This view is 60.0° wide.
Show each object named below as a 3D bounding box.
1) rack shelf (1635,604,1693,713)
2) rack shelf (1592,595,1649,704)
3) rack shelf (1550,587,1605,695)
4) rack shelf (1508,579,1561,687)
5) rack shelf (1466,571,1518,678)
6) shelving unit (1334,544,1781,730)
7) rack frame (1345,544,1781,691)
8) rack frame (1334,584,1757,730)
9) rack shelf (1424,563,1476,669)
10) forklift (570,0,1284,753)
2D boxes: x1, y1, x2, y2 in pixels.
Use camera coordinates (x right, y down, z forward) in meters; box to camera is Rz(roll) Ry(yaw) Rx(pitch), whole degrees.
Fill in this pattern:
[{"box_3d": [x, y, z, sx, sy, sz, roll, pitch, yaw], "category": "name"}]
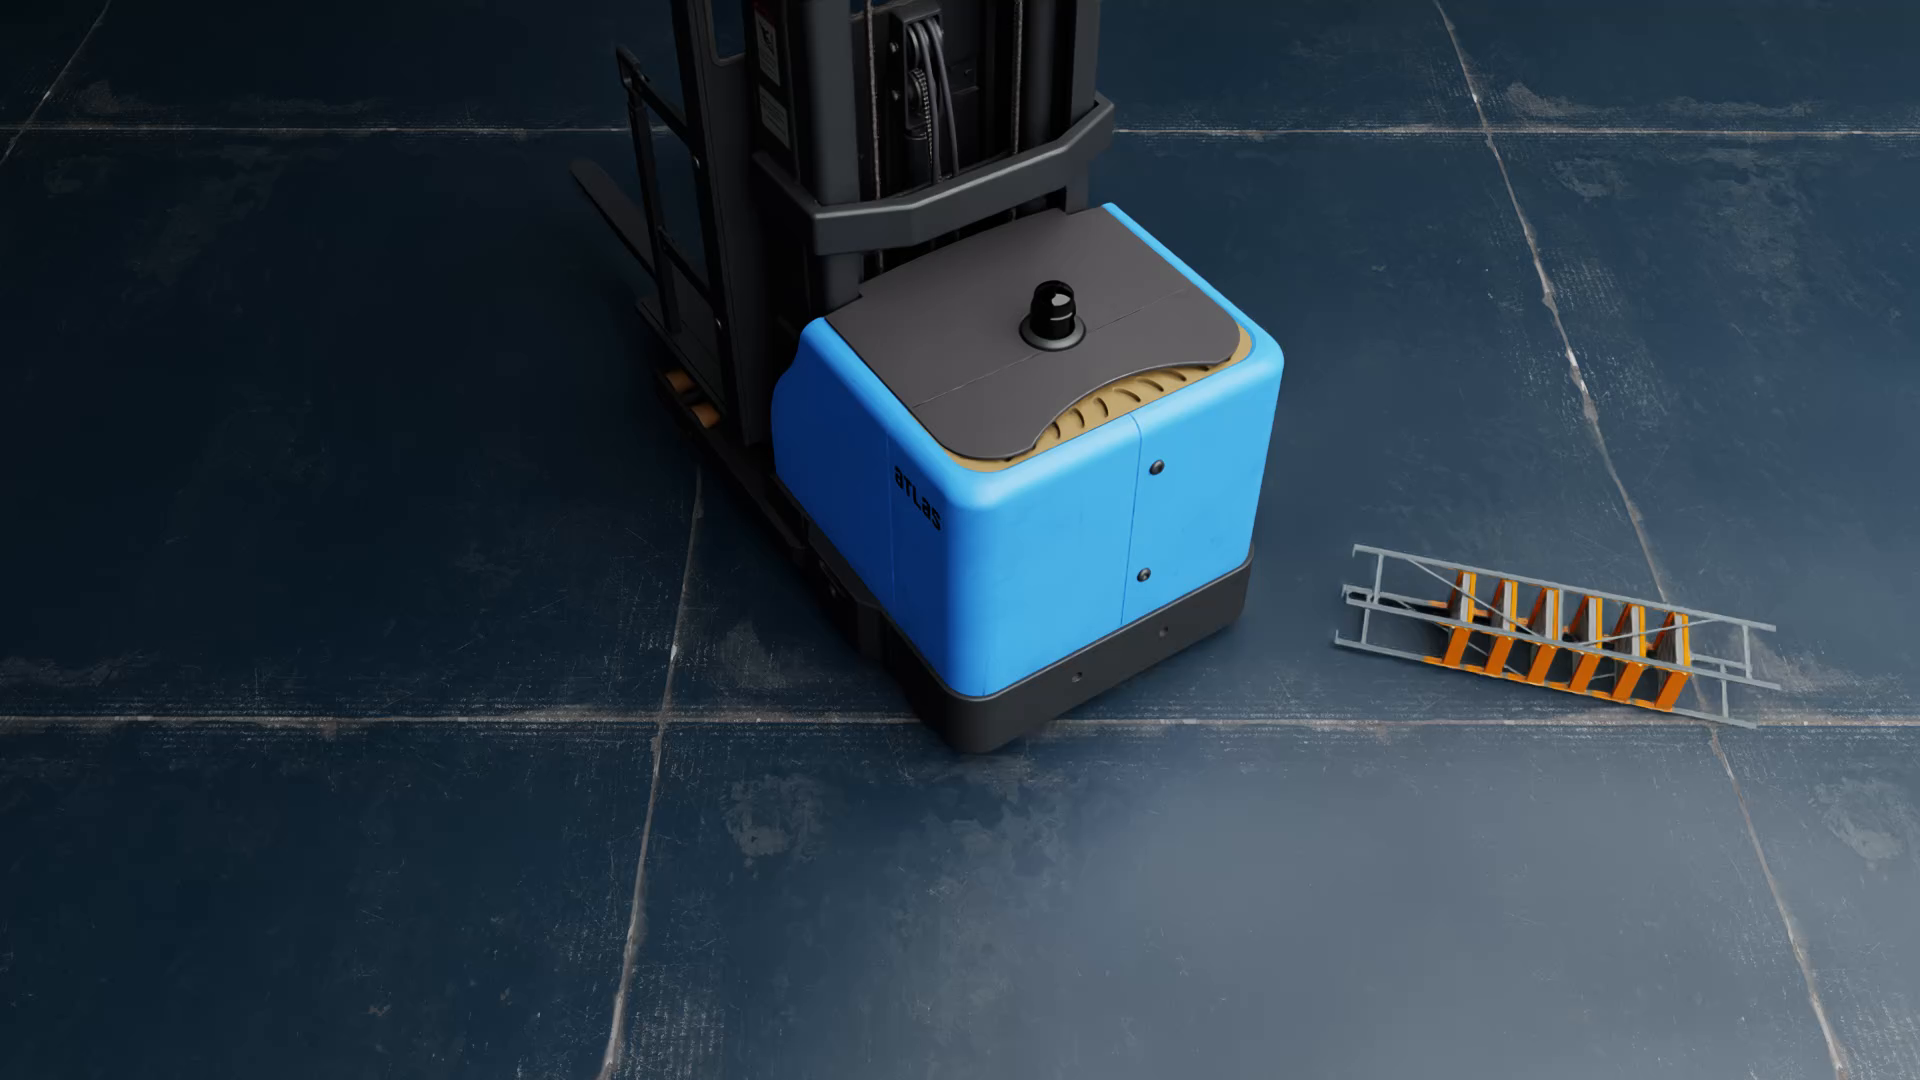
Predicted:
[{"box_3d": [2.029, 0.338, 4.799, 0.103, 0.180, 0.258, 11, 49, 9], "category": "rack shelf"}, {"box_3d": [1.912, 0.315, 4.819, 0.103, 0.180, 0.258, 11, 49, 9], "category": "rack shelf"}, {"box_3d": [1.796, 0.292, 4.838, 0.103, 0.180, 0.258, 11, 49, 9], "category": "rack shelf"}, {"box_3d": [1.680, 0.268, 4.858, 0.103, 0.180, 0.258, 11, 49, 9], "category": "rack shelf"}, {"box_3d": [1.564, 0.245, 4.878, 0.103, 0.180, 0.258, 11, 49, 9], "category": "rack shelf"}, {"box_3d": [1.723, 0.277, 4.851, 1.200, 0.189, 0.258, 11, 49, 9], "category": "shelving unit"}, {"box_3d": [1.724, 0.215, 4.783, 1.200, 0.006, 0.240, 11, 49, 9], "category": "rack frame"}, {"box_3d": [1.722, 0.338, 4.918, 1.200, 0.006, 0.240, 11, 49, 9], "category": "rack frame"}, {"box_3d": [1.448, 0.221, 4.897, 0.103, 0.180, 0.258, 11, 49, 9], "category": "rack shelf"}, {"box_3d": [-0.370, -1.468, 4.614, 1.130, 2.935, 3.031, -25, 52, -22], "category": "forklift"}]
